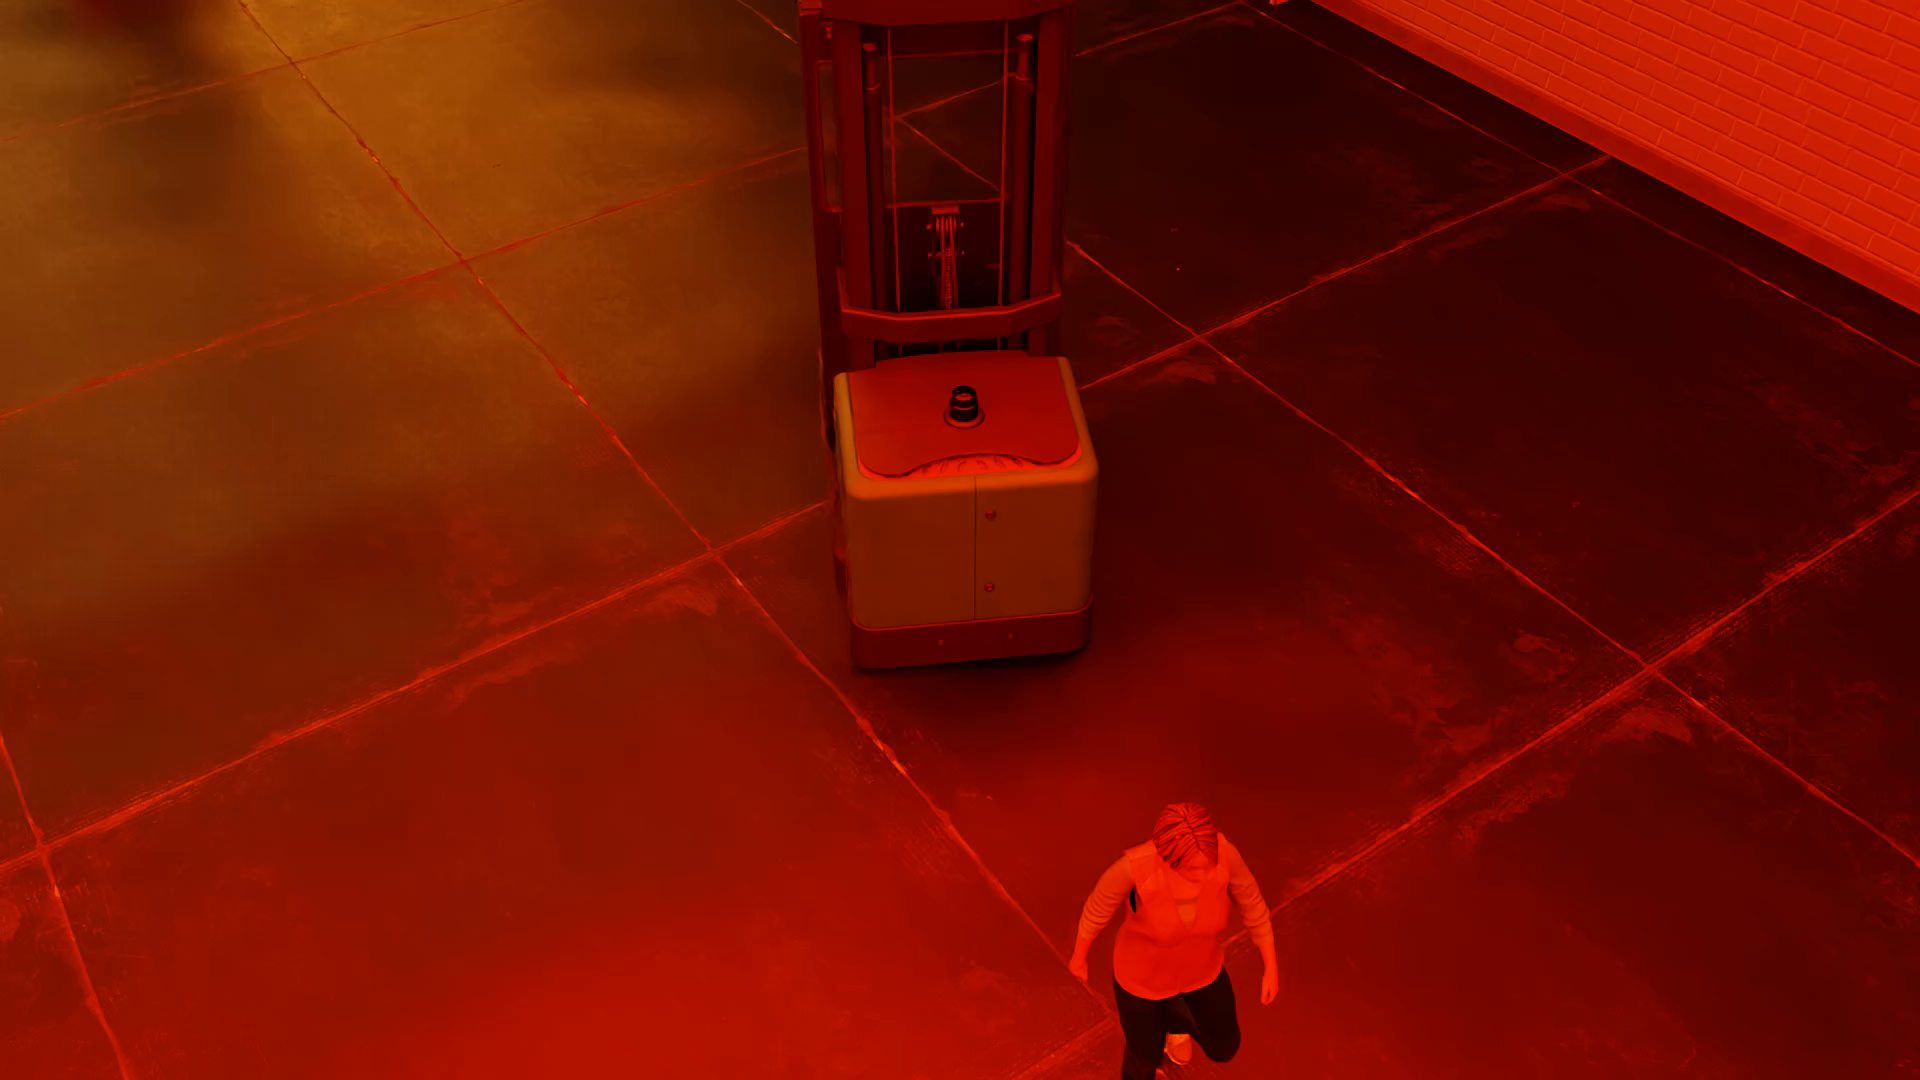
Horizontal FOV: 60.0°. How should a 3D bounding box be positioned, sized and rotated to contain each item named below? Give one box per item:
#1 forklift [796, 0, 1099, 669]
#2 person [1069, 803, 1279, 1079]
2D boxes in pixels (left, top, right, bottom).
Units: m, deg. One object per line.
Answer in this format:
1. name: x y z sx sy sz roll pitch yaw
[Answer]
1. forklift: -0.122 -1.521 7.366 1.130 2.935 3.031 -5 43 -5
2. person: 0.661 1.338 5.274 0.600 1.567 0.443 -11 44 -11
